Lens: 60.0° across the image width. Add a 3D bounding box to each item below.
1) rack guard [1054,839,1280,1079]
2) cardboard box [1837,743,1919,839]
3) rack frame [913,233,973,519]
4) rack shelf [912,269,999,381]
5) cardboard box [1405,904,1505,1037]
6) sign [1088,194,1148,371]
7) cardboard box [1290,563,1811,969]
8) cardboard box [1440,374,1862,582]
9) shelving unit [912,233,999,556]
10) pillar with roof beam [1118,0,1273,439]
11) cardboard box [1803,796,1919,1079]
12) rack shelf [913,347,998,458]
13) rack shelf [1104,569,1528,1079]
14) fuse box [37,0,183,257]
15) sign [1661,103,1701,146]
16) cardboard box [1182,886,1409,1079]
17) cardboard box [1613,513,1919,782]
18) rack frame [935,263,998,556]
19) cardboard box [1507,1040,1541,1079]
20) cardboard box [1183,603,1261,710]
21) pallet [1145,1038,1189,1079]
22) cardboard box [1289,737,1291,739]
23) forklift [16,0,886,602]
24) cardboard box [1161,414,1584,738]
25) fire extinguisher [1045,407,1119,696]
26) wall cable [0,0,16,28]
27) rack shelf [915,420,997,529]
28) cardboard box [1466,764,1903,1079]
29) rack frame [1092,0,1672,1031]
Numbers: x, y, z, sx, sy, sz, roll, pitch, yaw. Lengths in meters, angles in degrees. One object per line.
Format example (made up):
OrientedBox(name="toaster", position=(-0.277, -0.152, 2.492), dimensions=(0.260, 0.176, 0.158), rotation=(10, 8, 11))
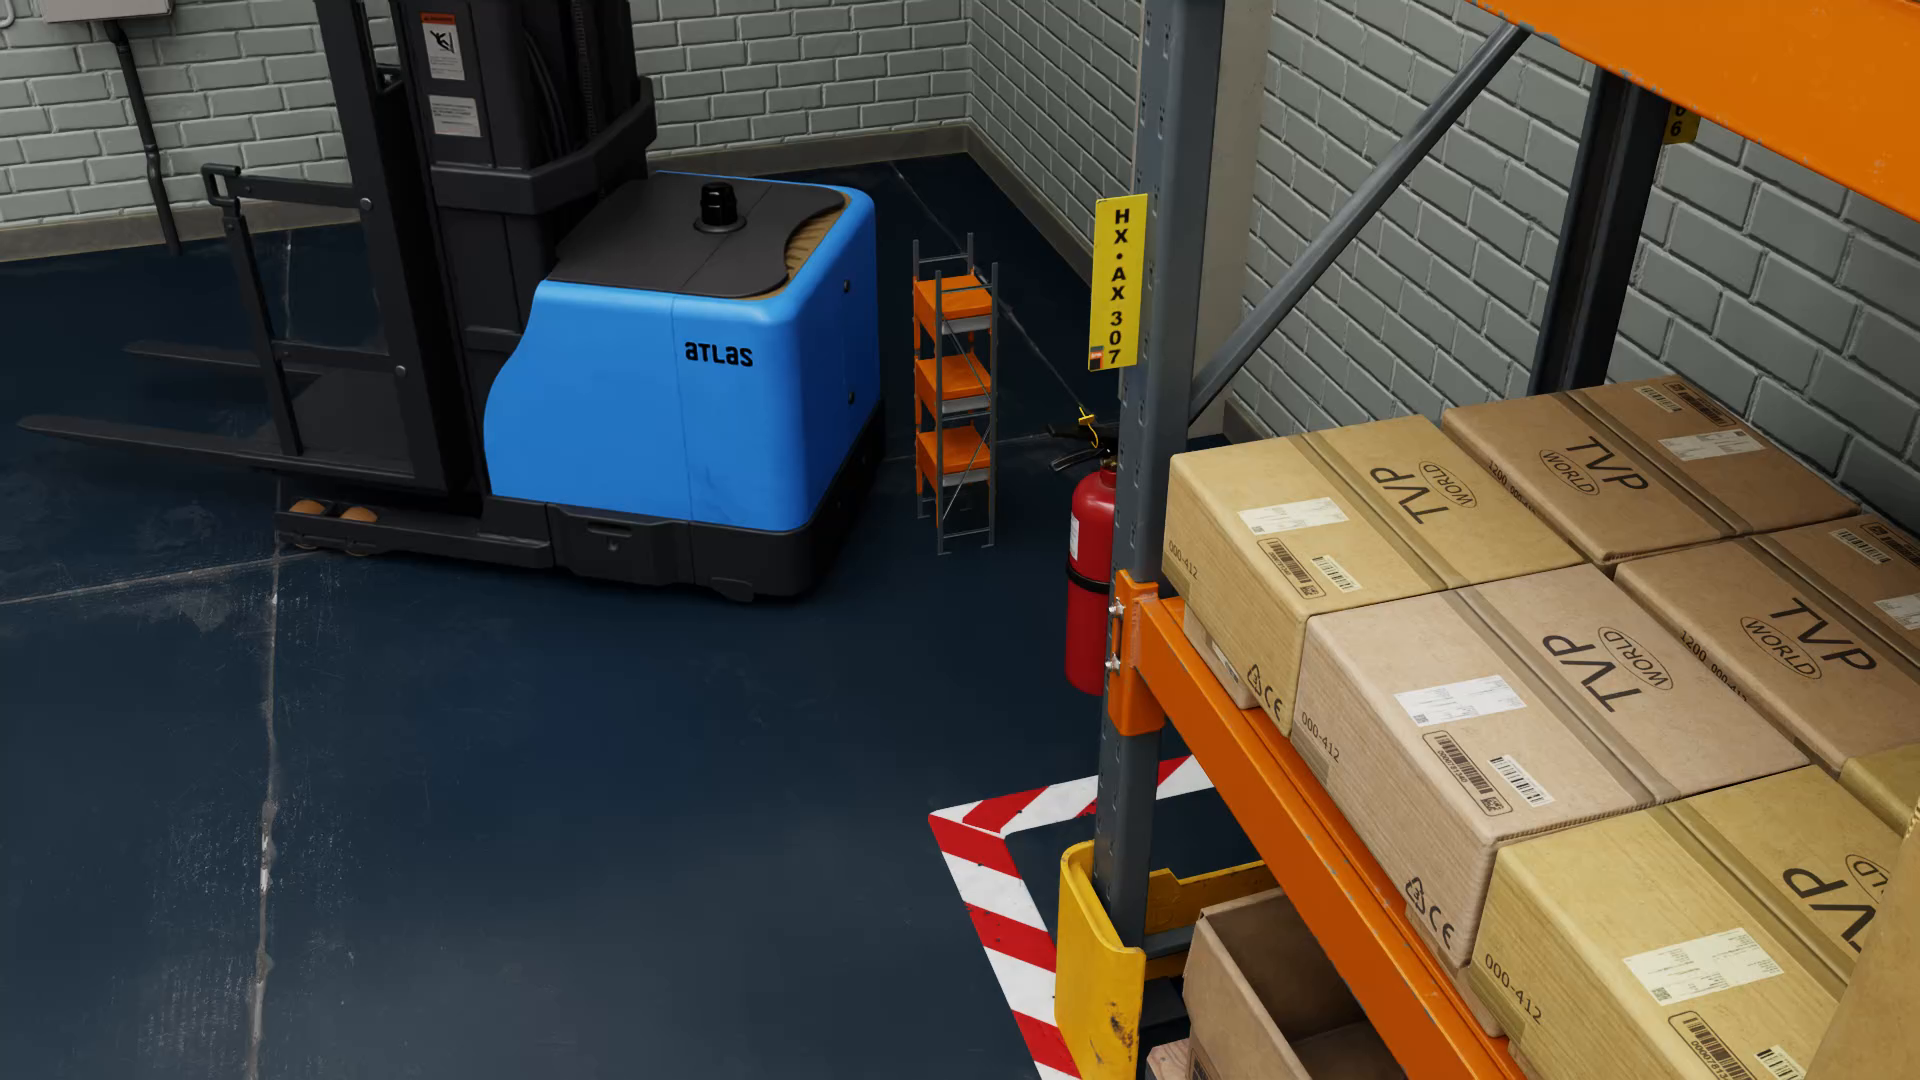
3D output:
OrientedBox(name="rack guard", position=(0.819, 0.904, 3.929), dimensions=(1.175, 0.500, 0.348), rotation=(-10, 35, -15))
OrientedBox(name="cardboard box", position=(1.492, 0.488, 2.157), dimensions=(0.500, 0.250, 0.500), rotation=(-9, 34, -13))
OrientedBox(name="rack frame", position=(-0.054, -0.530, 5.600), dimensions=(0.200, 1.050, 0.008), rotation=(-10, 35, -15))
OrientedBox(name="rack shelf", position=(-0.016, -0.694, 5.352), dimensions=(0.215, 0.259, 0.240), rotation=(-10, 35, -15))
OrientedBox(name="cardboard box", position=(0.889, 0.546, 2.431), dimensions=(0.380, 0.149, 0.250), rotation=(-9, 34, -13))
OrientedBox(name="sign", position=(0.279, -0.449, 2.923), dimensions=(0.100, 0.325, 0.005), rotation=(-10, 35, -15))
OrientedBox(name="cardboard box", position=(0.832, 0.308, 2.430), dimensions=(0.500, 0.250, 0.500), rotation=(-10, 35, -14))
OrientedBox(name="cardboard box", position=(1.189, -0.044, 2.961), dimensions=(0.500, 0.250, 0.500), rotation=(-9, 35, -13))
OrientedBox(name="shelving unit", position=(-0.016, -0.466, 5.503), dimensions=(0.215, 1.050, 0.252), rotation=(-10, 35, -15))
OrientedBox(name="pillar with roof beam", position=(-3.268, -3.525, 2.922), dimensions=(9.100, 9.000, 0.400), rotation=(-10, 35, -15))
OrientedBox(name="cardboard box", position=(1.136, 0.518, 1.432), dimensions=(0.500, 0.500, 0.500), rotation=(-9, 35, -14))
OrientedBox(name="rack shelf", position=(-0.016, -0.457, 5.509), dimensions=(0.215, 0.259, 0.240), rotation=(-10, 35, -15))
OrientedBox(name="rack shelf", position=(1.406, 1.171, 1.909), dimensions=(1.077, 0.370, 4.000), rotation=(-10, 35, -15))
OrientedBox(name="fuse box", position=(-3.627, -2.038, 7.282), dimensions=(0.539, 1.711, 0.414), rotation=(-10, 35, -15))
OrientedBox(name="sign", position=(1.331, -0.877, 3.019), dimensions=(0.100, 0.325, 0.005), rotation=(-10, 35, -15))
OrientedBox(name="cardboard box", position=(0.892, 1.024, 3.362), dimensions=(0.797, 0.503, 0.637), rotation=(-11, 35, -17))
OrientedBox(name="cardboard box", position=(1.345, 0.227, 2.551), dimensions=(0.500, 0.250, 0.500), rotation=(-10, 35, -15))
OrientedBox(name="rack frame", position=(0.021, -0.402, 5.406), dimensions=(0.200, 1.050, 0.008), rotation=(-10, 35, -15))
OrientedBox(name="cardboard box", position=(0.975, 0.684, 2.222), dimensions=(0.380, 0.149, 0.250), rotation=(-9, 35, -14))
OrientedBox(name="cardboard box", position=(0.635, 0.145, 3.038), dimensions=(0.380, 0.149, 0.250), rotation=(-10, 35, -15))
OrientedBox(name="pallet", position=(1.063, 1.443, 3.375), dimensions=(1.003, 0.211, 1.213), rotation=(-10, 35, -15))
OrientedBox(name="cardboard box", position=(0.757, 0.270, 2.848), dimensions=(0.380, 0.149, 0.250), rotation=(-9, 35, -14))
OrientedBox(name="forklift", position=(-1.845, -1.441, 5.272), dimensions=(3.031, 2.935, 1.130), rotation=(7, 34, 11))
OrientedBox(name="cardboard box", position=(0.678, 0.043, 2.830), dimensions=(0.500, 0.250, 0.500), rotation=(-10, 35, -14))
OrientedBox(name="fire extinguisher", position=(0.311, 0.009, 3.423), dimensions=(0.296, 0.674, 0.183), rotation=(-10, 35, -15))
OrientedBox(name="wall cable", position=(-4.325, -2.967, 6.598), dimensions=(0.588, 1.984, 0.122), rotation=(-10, 35, -15))
OrientedBox(name="rack shelf", position=(-0.016, -0.225, 5.662), dimensions=(0.215, 0.259, 0.240), rotation=(-10, 35, -15))
OrientedBox(name="cardboard box", position=(0.990, 0.573, 2.028), dimensions=(0.500, 0.250, 0.500), rotation=(-11, 35, -16))
OrientedBox(name="rack frame", position=(0.796, -0.179, 3.300), dimensions=(1.000, 3.000, 0.127), rotation=(-10, 35, -15))
